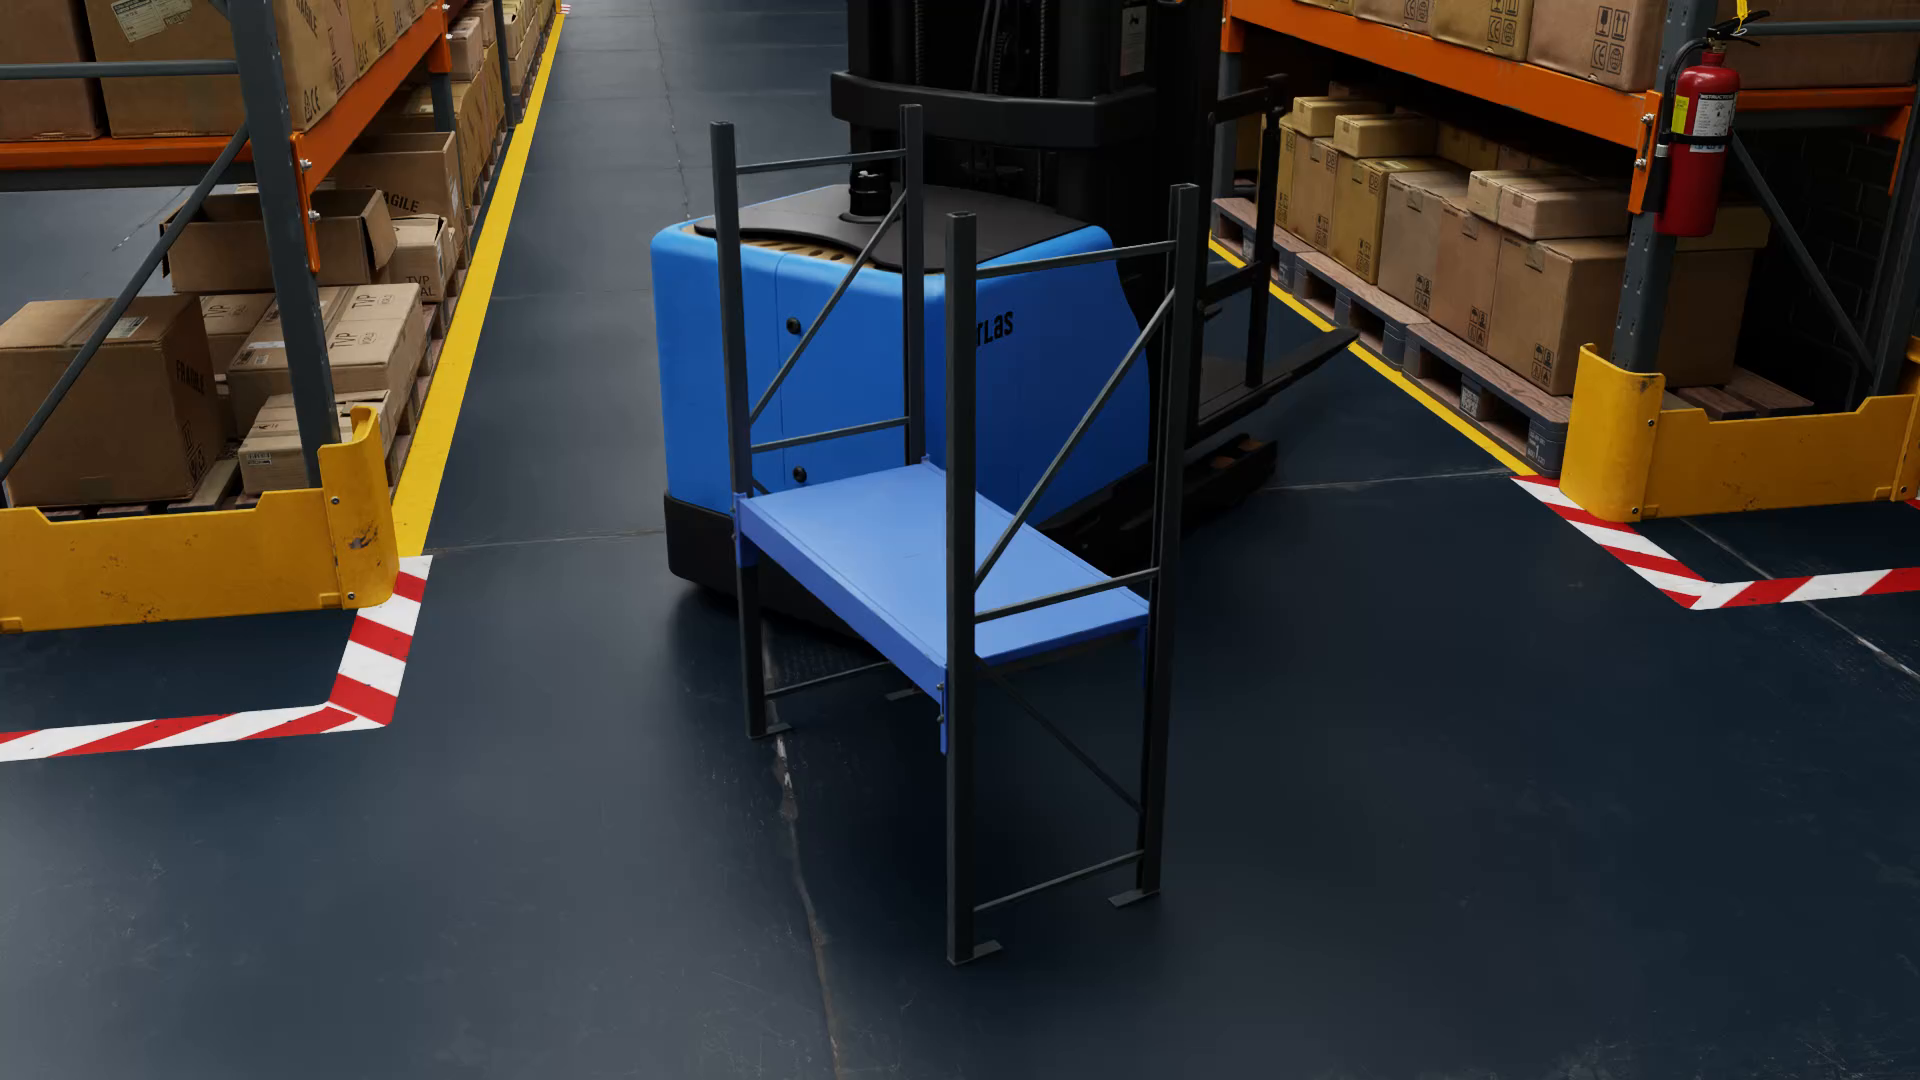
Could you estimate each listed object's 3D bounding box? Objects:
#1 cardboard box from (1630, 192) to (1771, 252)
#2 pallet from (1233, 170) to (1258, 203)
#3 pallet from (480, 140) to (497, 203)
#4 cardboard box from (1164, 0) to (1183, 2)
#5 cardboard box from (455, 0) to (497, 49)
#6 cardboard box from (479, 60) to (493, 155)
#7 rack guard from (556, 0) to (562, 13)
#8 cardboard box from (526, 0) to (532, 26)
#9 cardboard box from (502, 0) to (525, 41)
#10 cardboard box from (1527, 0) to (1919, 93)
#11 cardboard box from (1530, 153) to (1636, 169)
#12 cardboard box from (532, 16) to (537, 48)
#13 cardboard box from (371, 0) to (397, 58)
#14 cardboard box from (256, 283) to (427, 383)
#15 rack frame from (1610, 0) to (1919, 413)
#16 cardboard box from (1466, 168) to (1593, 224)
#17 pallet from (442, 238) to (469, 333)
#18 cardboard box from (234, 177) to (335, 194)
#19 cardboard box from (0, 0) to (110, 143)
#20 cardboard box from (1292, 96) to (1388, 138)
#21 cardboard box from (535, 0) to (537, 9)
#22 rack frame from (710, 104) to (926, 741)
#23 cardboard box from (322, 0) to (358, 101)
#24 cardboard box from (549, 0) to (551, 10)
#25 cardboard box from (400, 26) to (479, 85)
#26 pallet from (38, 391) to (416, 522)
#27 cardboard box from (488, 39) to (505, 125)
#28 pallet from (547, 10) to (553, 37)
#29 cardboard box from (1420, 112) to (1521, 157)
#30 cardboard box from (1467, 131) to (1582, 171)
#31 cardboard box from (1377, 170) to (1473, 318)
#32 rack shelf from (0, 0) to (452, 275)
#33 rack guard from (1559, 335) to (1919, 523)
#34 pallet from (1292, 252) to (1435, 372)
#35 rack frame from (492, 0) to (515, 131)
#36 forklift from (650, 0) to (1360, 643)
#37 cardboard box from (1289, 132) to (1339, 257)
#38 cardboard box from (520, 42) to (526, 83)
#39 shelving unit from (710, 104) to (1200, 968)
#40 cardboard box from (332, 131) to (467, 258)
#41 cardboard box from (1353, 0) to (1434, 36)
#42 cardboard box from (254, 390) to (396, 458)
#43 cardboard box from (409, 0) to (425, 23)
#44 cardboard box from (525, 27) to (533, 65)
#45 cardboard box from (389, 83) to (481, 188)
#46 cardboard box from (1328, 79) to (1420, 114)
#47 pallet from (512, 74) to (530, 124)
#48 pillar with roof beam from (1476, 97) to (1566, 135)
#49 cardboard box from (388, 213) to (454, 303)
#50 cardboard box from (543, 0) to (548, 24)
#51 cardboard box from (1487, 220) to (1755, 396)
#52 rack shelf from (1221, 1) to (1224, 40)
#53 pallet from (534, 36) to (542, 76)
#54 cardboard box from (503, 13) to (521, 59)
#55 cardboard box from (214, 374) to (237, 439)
[{"bbox_3d":[2.612,-1.123,5.862,0.380,0.149,0.250,-4,24,-9],"label":"cardboard box"},{"bbox_3d":[1.664,-2.139,9.884,1.003,0.211,1.213,-4,24,-10],"label":"pallet"},{"bbox_3d":[-3.403,-2.271,10.186,1.003,0.211,1.213,-4,24,-10],"label":"pallet"},{"bbox_3d":[1.304,-3.256,11.118,0.750,0.750,0.750,-4,24,-10],"label":"cardboard box"},{"bbox_3d":[-3.308,-3.352,10.813,0.500,0.250,0.500,-3,24,-8],"label":"cardboard box"},{"bbox_3d":[-3.124,-2.620,10.075,0.500,0.500,0.500,-5,24,-12],"label":"cardboard box"},{"bbox_3d":[-5.210,-6.335,19.130,1.175,0.500,0.348,-4,24,-10],"label":"rack guard"},{"bbox_3d":[-3.917,-4.548,14.126,0.500,0.311,0.500,-4,24,-10],"label":"cardboard box"},{"bbox_3d":[-3.732,-4.148,13.210,0.500,0.311,0.500,-5,24,-11],"label":"cardboard box"},{"bbox_3d":[2.516,-1.883,5.439,0.980,0.700,0.700,-3,24,-7],"label":"cardboard box"},{"bbox_3d":[2.472,-1.421,6.544,0.380,0.149,0.250,-4,24,-9],"label":"cardboard box"},{"bbox_3d":[-4.013,-4.489,14.692,0.500,0.250,0.500,-5,24,-11],"label":"cardboard box"},{"bbox_3d":[-2.351,-2.014,5.990,0.500,0.500,0.500,-4,24,-9],"label":"cardboard box"},{"bbox_3d":[-2.254,-0.747,6.099,0.500,0.250,0.500,-4,24,-10],"label":"cardboard box"},{"bbox_3d":[2.620,-1.546,5.041,1.000,3.000,0.127,-4,24,-10],"label":"rack frame"},{"bbox_3d":[2.142,-1.295,6.256,0.380,0.149,0.250,-4,24,-8],"label":"cardboard box"},{"bbox_3d":[-2.861,-1.203,7.740,1.003,0.211,1.213,-4,24,-10],"label":"pallet"},{"bbox_3d":[-3.122,-1.539,7.836,0.500,0.311,0.500,-4,24,-10],"label":"cardboard box"},{"bbox_3d":[-2.597,-1.379,4.536,0.500,0.500,0.500,-4,24,-8],"label":"cardboard box"},{"bbox_3d":[1.802,-2.013,7.900,0.380,0.149,0.250,-4,24,-8],"label":"cardboard box"},{"bbox_3d":[-4.109,-4.949,15.044,0.500,0.311,0.500,-4,24,-10],"label":"cardboard box"},{"bbox_3d":[-0.308,-0.245,3.936,0.500,1.500,0.032,-13,27,-27],"label":"rack frame"},{"bbox_3d":[-2.171,-1.620,5.087,0.500,0.500,0.500,-5,24,-10],"label":"cardboard box"},{"bbox_3d":[-4.527,-5.625,17.293,0.500,0.250,0.500,-4,24,-10],"label":"cardboard box"},{"bbox_3d":[-3.022,-2.752,9.441,0.500,0.250,0.500,-4,24,-10],"label":"cardboard box"},{"bbox_3d":[-2.409,-0.243,5.543,1.003,0.211,1.213,-4,24,-10],"label":"pallet"},{"bbox_3d":[-3.323,-3.030,11.013,0.500,0.500,0.500,-3,24,-8],"label":"cardboard box"},{"bbox_3d":[-4.801,-5.417,17.388,1.003,0.211,1.213,-4,24,-10],"label":"pallet"},{"bbox_3d":[2.281,-1.823,7.464,0.380,0.149,0.250,-4,24,-9],"label":"cardboard box"},{"bbox_3d":[2.376,-1.622,7.004,0.380,0.149,0.250,-4,24,-9],"label":"cardboard box"},{"bbox_3d":[2.207,-1.255,6.974,0.700,0.500,0.500,-5,24,-11],"label":"cardboard box"},{"bbox_3d":[-2.617,-1.635,6.144,1.077,0.370,4.000,-4,24,-10],"label":"rack shelf"},{"bbox_3d":[2.625,-0.391,5.520,1.175,0.500,0.348,-4,24,-10],"label":"rack guard"},{"bbox_3d":[2.174,-1.055,7.403,1.003,0.211,1.213,-4,24,-10],"label":"pallet"},{"bbox_3d":[-3.726,-4.324,11.403,1.000,3.000,0.127,-4,24,-10],"label":"rack frame"},{"bbox_3d":[0.421,-1.558,5.156,1.130,2.935,3.031,16,28,33],"label":"forklift"},{"bbox_3d":[2.008,-1.666,7.916,0.700,0.500,0.500,-5,24,-10],"label":"cardboard box"},{"bbox_3d":[-3.628,-3.682,12.844,0.500,0.250,0.500,-5,24,-11],"label":"cardboard box"},{"bbox_3d":[-0.054,-0.068,3.532,0.538,1.500,1.048,-13,27,-27],"label":"shelving unit"},{"bbox_3d":[-2.603,-1.604,7.748,0.500,0.500,0.500,-4,24,-10],"label":"cardboard box"},{"bbox_3d":[2.239,-2.469,6.780,0.980,0.700,0.700,-5,24,-12],"label":"cardboard box"},{"bbox_3d":[-2.033,-0.369,5.338,0.380,0.166,0.250,-4,24,-10],"label":"cardboard box"},{"bbox_3d":[-2.545,-2.416,6.910,0.500,0.500,0.500,-4,24,-8],"label":"cardboard box"},{"bbox_3d":[-3.825,-4.088,13.773,0.500,0.250,0.500,-4,24,-9],"label":"cardboard box"},{"bbox_3d":[-2.946,-2.224,9.169,0.500,0.500,0.500,-4,24,-9],"label":"cardboard box"},{"bbox_3d":[2.087,-2.233,8.403,0.380,0.149,0.250,-4,24,-10],"label":"cardboard box"},{"bbox_3d":[-3.840,-3.373,12.709,1.003,0.211,1.213,-4,24,-10],"label":"pallet"},{"bbox_3d":[-1.370,-5.338,6.230,9.100,9.000,0.400,-4,24,-10],"label":"pillar with roof beam"},{"bbox_3d":[-2.464,-1.222,7.110,0.500,0.311,0.500,-4,24,-10],"label":"cardboard box"},{"bbox_3d":[-4.341,-5.232,16.392,0.500,0.250,0.500,-4,24,-10],"label":"cardboard box"},{"bbox_3d":[2.393,-0.861,6.071,0.700,0.500,0.500,-4,24,-10],"label":"cardboard box"},{"bbox_3d":[1.511,-3.576,10.589,1.077,0.370,4.000,-4,24,-10],"label":"rack shelf"},{"bbox_3d":[-4.291,-4.333,14.907,1.003,0.211,1.213,-4,24,-10],"label":"pallet"},{"bbox_3d":[-3.535,-3.741,12.279,0.500,0.311,0.500,-4,24,-8],"label":"cardboard box"},{"bbox_3d":[-2.576,-0.442,5.505,0.380,0.166,0.250,-4,24,-10],"label":"cardboard box"}]
